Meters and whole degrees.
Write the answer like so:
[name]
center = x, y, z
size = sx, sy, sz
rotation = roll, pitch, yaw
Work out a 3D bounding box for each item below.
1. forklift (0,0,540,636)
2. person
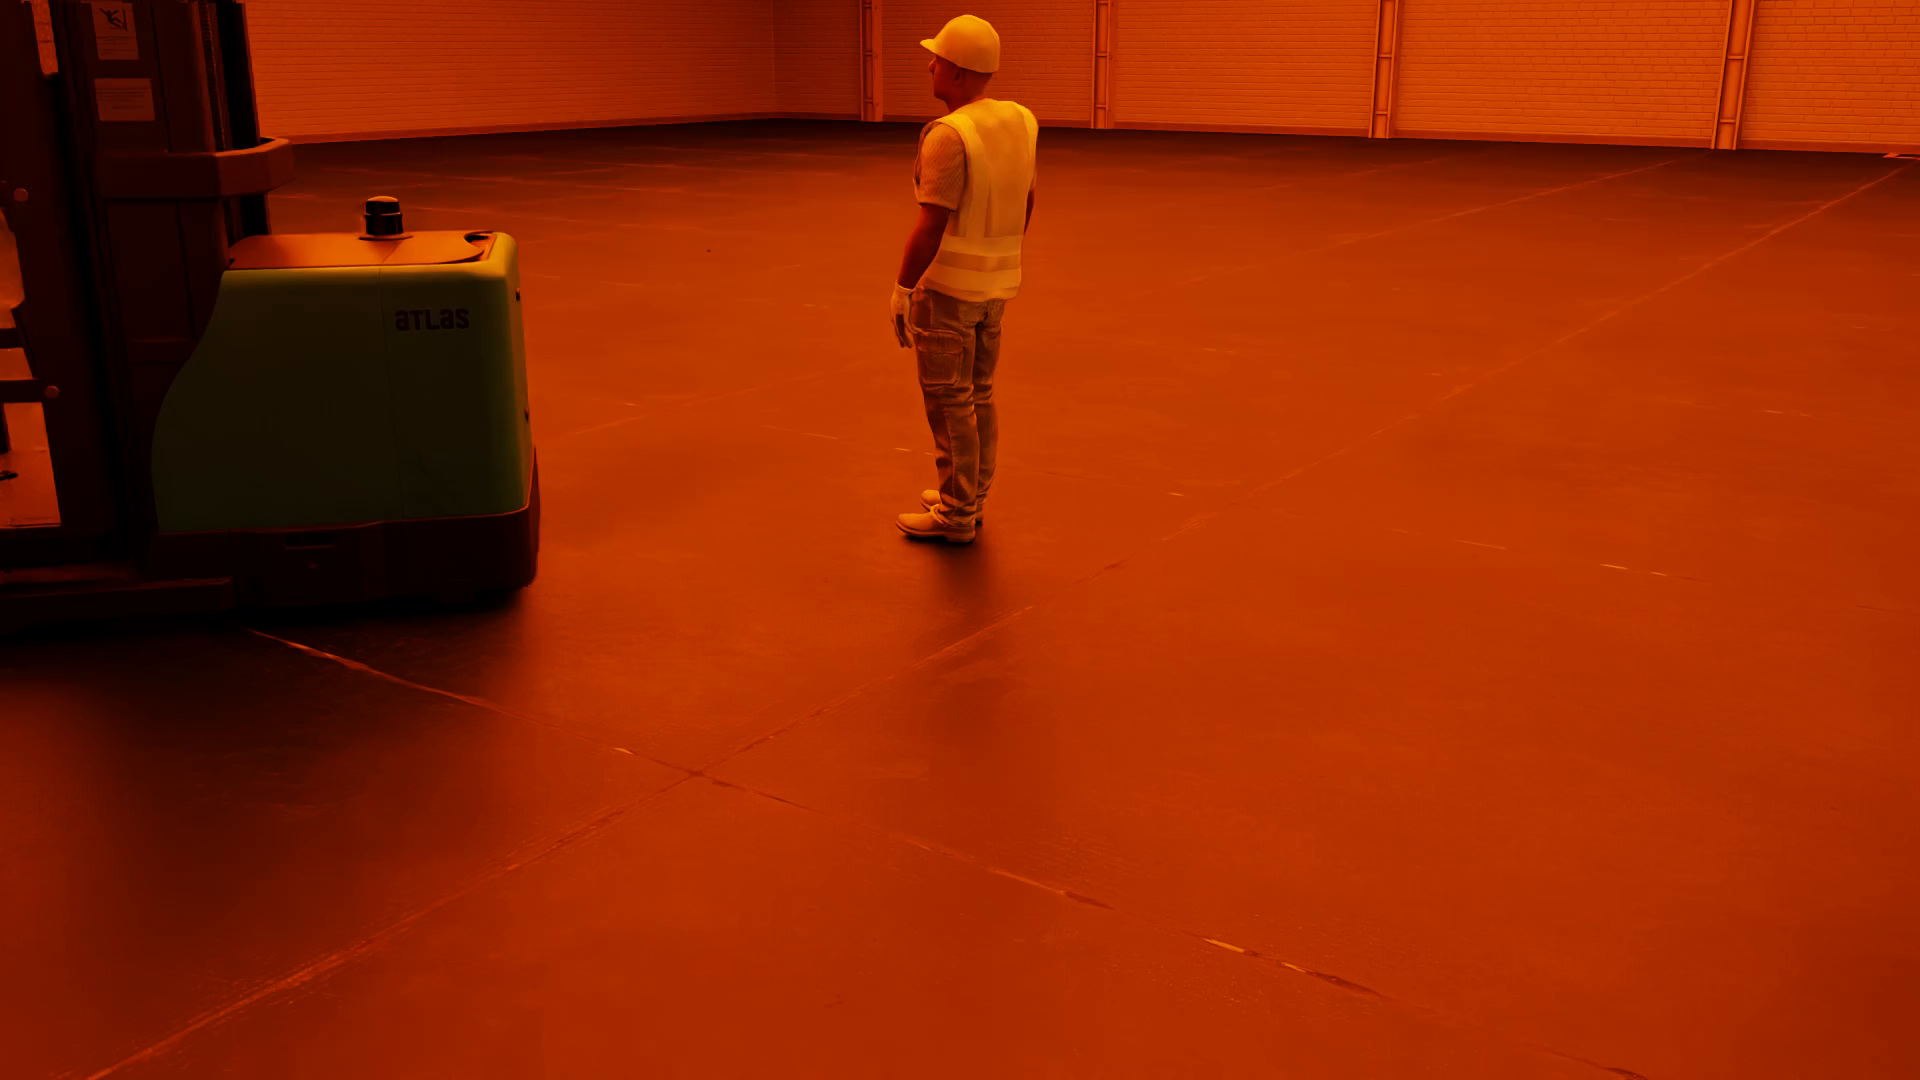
[forklift]
center = -2.926, -1.241, 4.982
size = 3.031, 2.935, 1.130
rotation = -4, 17, -12
[person]
center = -0.055, -0.875, 5.737
size = 0.575, 1.785, 0.657
rotation = 11, 20, 33
